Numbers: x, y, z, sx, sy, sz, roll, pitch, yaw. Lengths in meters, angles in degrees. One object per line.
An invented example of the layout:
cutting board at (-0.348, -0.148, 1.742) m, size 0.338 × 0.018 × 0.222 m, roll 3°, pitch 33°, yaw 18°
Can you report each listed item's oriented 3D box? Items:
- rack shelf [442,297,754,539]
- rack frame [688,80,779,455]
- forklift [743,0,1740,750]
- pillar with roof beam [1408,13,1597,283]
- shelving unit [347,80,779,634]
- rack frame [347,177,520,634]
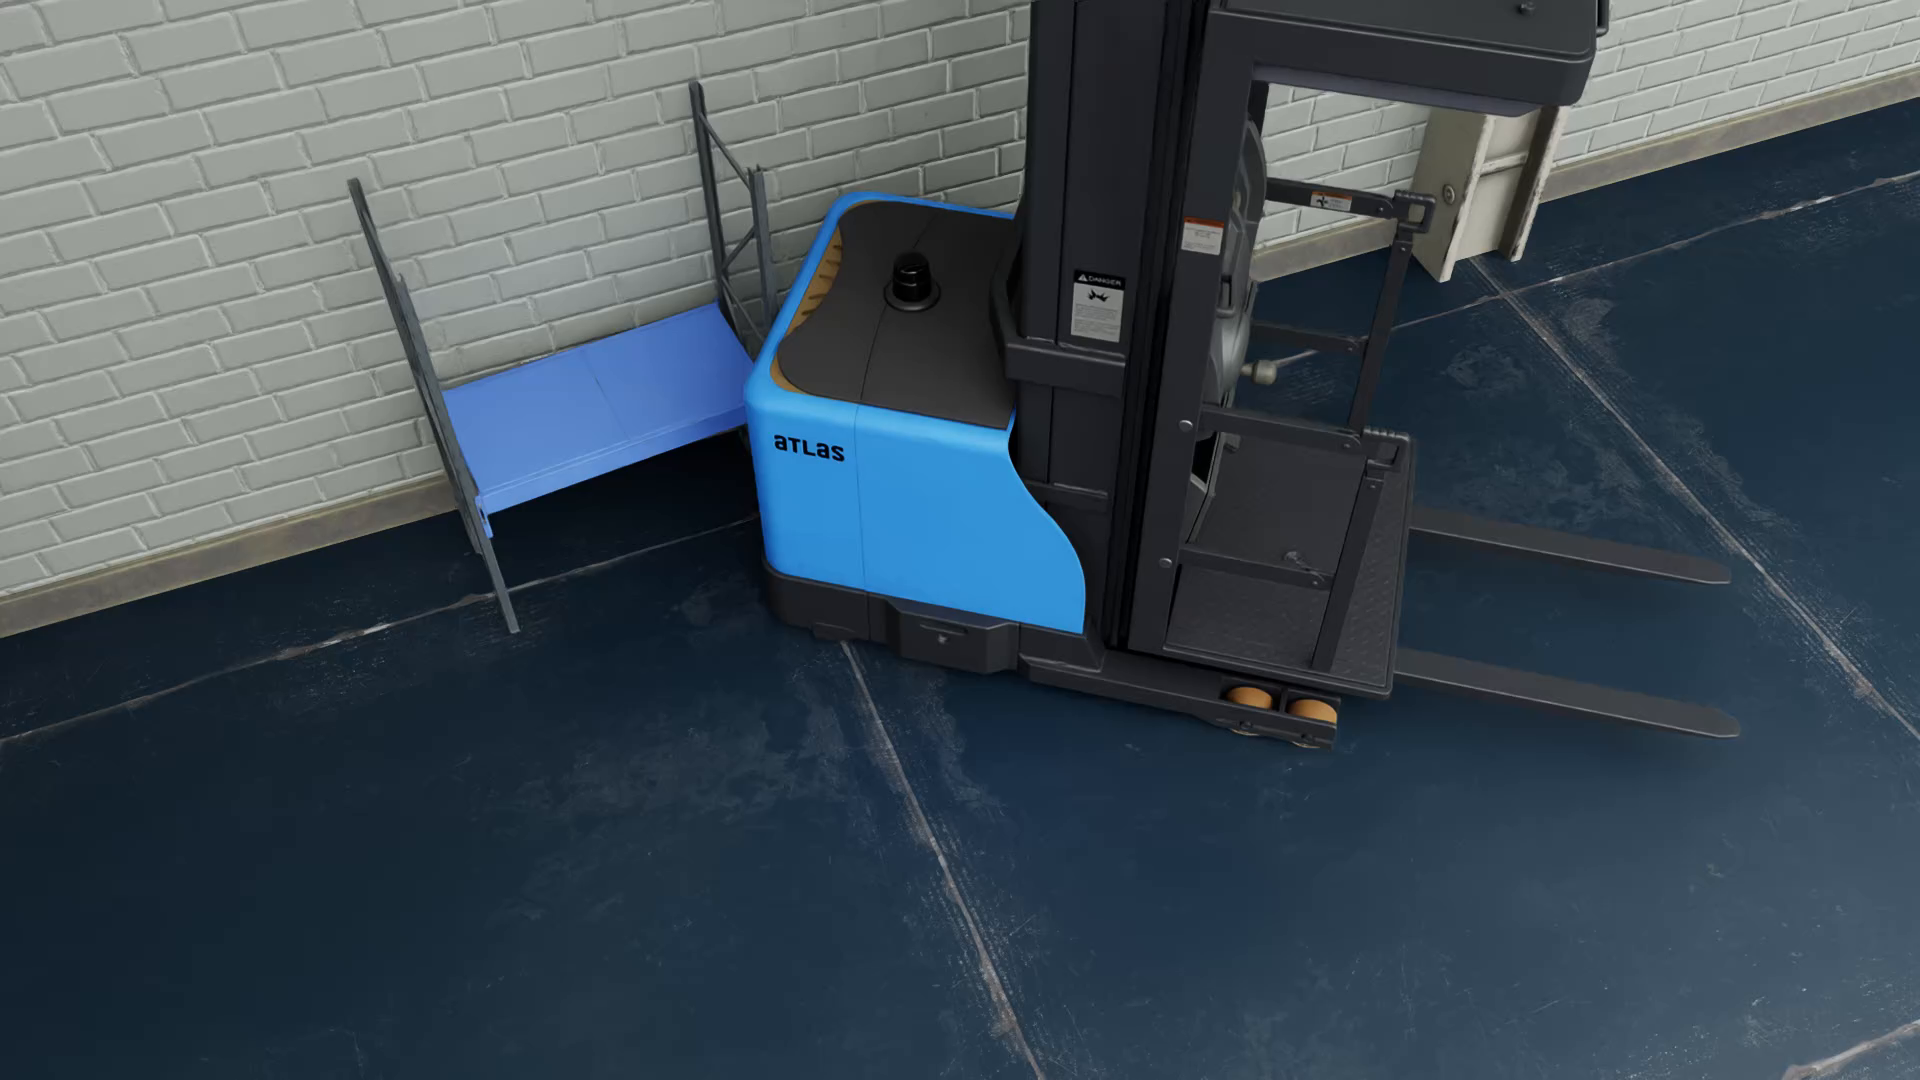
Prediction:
rack shelf at (-1.130, -0.411, 5.352) m, size 1.000 × 0.185 × 0.538 m, roll -21°, pitch 53°, yaw -17°
rack frame at (-0.679, -0.706, 5.368) m, size 0.032 × 1.500 × 0.500 m, roll -21°, pitch 53°, yaw -17°
forklift at (0.940, -0.754, 4.465) m, size 3.031 × 2.935 × 1.130 m, roll 11°, pitch 50°, yaw 9°
pillar with roof beam at (3.662, -1.098, 0.762) m, size 0.400 × 9.000 × 9.100 m, roll -17°, pitch 52°, yaw -14°
shelving unit at (-1.130, -0.528, 5.215) m, size 1.048 × 1.500 × 0.538 m, roll -21°, pitch 53°, yaw -17°
rack frame at (-1.581, -0.351, 5.062) m, size 0.032 × 1.500 × 0.500 m, roll -21°, pitch 53°, yaw -17°
